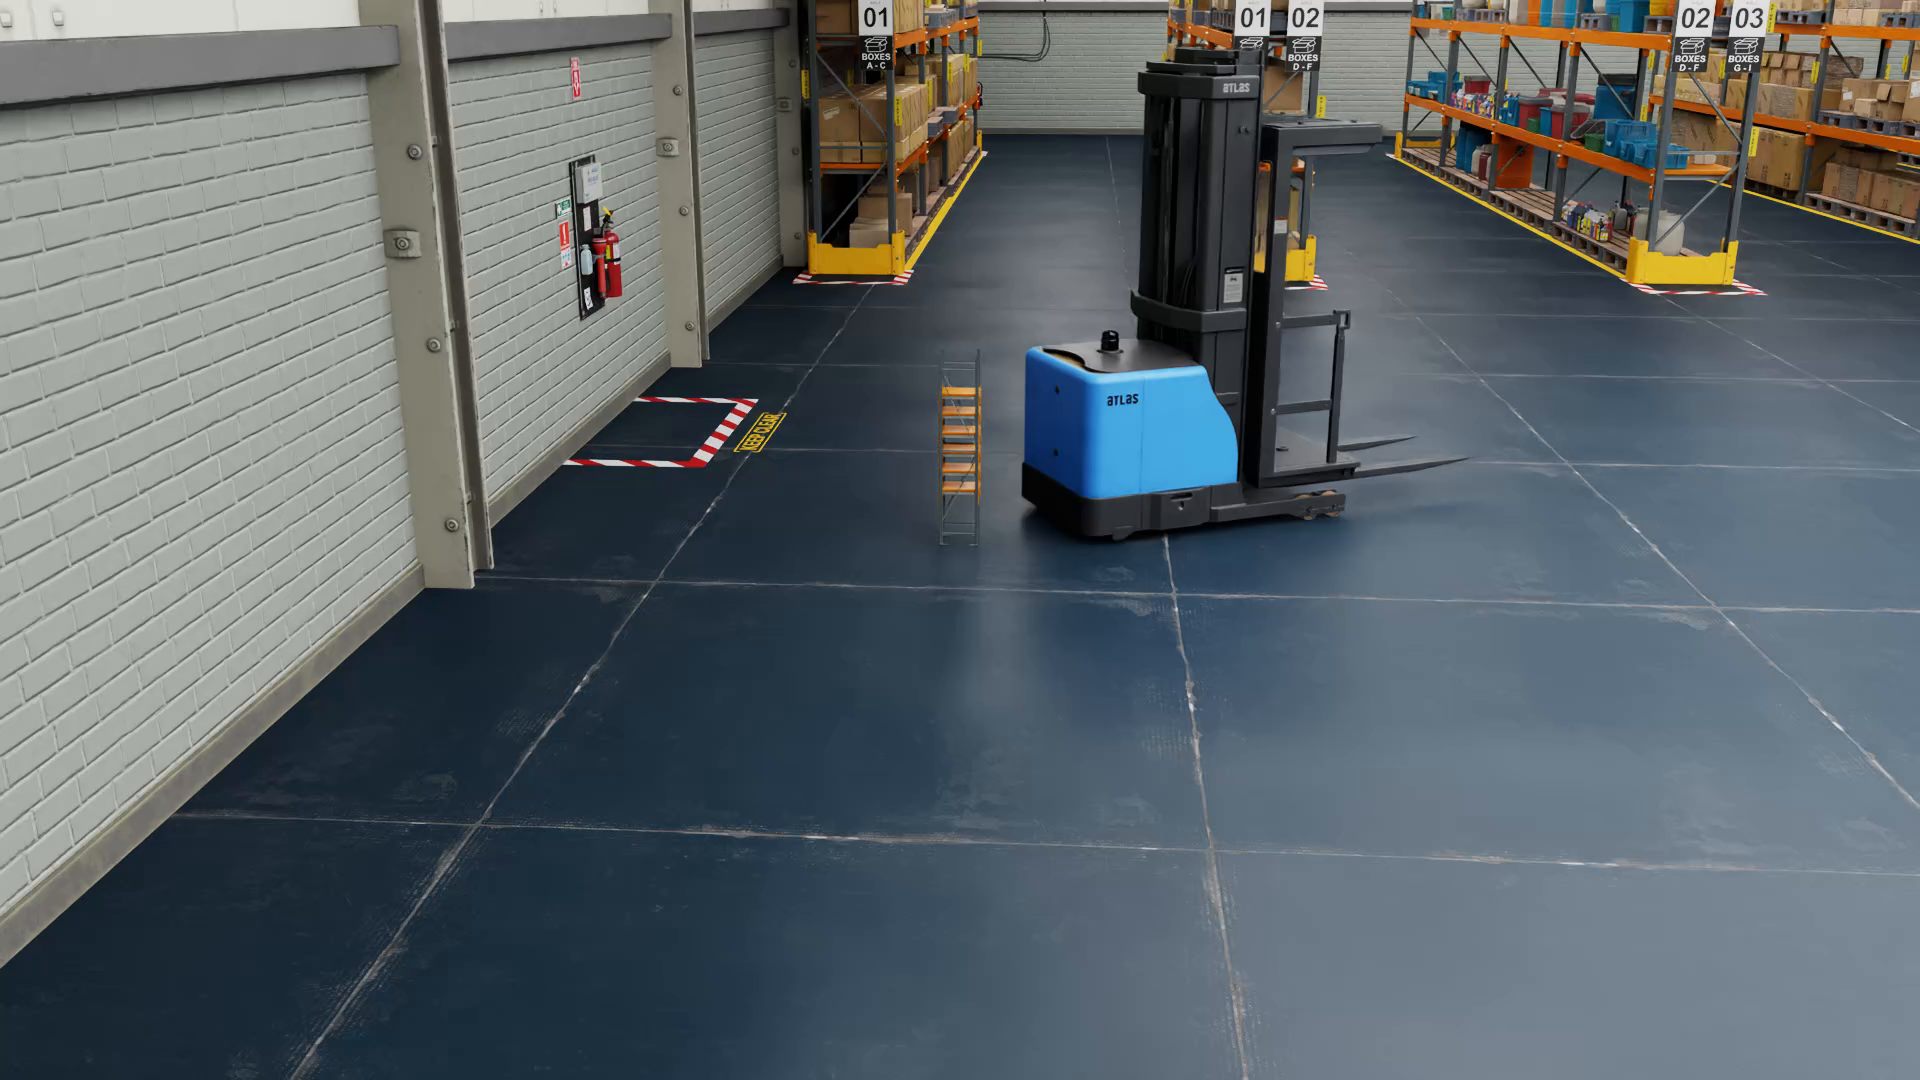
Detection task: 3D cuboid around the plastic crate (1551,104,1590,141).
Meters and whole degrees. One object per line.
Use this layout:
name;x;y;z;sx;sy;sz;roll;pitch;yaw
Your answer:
plastic crate;8.619;-5.910;23.539;0.402;0.464;0.583;1;18;4

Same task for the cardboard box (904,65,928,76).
cardboard box;-0.709;-7.542;26.715;0.380;0.149;0.250;-2;18;-5

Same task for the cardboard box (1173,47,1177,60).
cardboard box;4.334;-9.163;31.804;0.500;0.500;0.500;1;18;3

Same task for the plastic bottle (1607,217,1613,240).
plastic bottle;8.449;-4.054;21.633;0.061;0.283;0.133;1;18;4

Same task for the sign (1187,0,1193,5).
sign;3.695;-8.760;26.693;0.100;0.325;0.005;1;18;4

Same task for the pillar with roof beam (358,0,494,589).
pillar with roof beam;1.342;-3.966;8.073;9.100;9.000;0.400;1;18;4

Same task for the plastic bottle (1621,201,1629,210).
plastic bottle;9.131;-4.466;22.783;0.144;0.351;0.185;1;18;2

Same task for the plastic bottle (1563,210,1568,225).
plastic bottle;8.422;-4.481;23.068;0.097;0.201;0.097;0;18;0

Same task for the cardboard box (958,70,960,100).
cardboard box;-0.272;-8.163;29.847;0.500;0.500;0.500;1;18;4

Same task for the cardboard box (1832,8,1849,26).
cardboard box;13.829;-8.068;25.651;0.500;0.250;0.500;2;18;5

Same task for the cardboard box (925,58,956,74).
cardboard box;-0.346;-8.198;28.750;0.500;0.250;0.500;1;18;4

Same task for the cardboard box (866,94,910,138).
cardboard box;-0.900;-5.290;20.756;0.500;0.500;0.500;1;18;4

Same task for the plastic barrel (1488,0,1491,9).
plastic barrel;9.600;-9.633;29.211;0.600;0.588;0.600;0;18;0

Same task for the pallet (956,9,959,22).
pallet;-0.435;-9.477;30.017;0.805;0.209;1.217;1;18;2

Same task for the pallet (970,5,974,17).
pallet;-0.260;-10.443;32.801;1.003;0.211;1.213;1;18;4

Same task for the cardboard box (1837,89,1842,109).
cardboard box;14.422;-7.046;26.950;0.500;0.500;0.500;2;18;6

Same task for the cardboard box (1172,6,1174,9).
cardboard box;4.406;-10.295;32.449;0.500;0.250;0.500;1;18;4

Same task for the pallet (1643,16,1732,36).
pallet;8.759;-6.070;19.617;1.003;0.211;1.213;1;18;4

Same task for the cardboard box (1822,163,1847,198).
cardboard box;14.088;-5.667;26.207;0.700;0.500;0.500;0;18;1

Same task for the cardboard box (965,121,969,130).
cardboard box;-0.019;-8.242;33.058;0.380;0.149;0.250;1;18;2

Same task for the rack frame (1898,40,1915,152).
rack frame;19.630;-9.196;33.672;1.000;3.000;0.127;1;18;4

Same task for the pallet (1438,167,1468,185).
pallet;9.366;-6.643;30.357;1.003;0.211;1.213;1;18;4

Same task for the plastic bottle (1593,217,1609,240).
plastic bottle;8.342;-4.052;21.641;0.152;0.276;0.135;1;18;4

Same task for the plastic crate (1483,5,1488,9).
plastic crate;9.825;-9.950;31.364;0.497;0.269;0.590;1;18;4

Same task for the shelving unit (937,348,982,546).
shelving unit;-0.001;-0.566;10.222;0.258;1.200;0.189;1;18;4

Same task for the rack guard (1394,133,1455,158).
rack guard;9.738;-8.269;34.856;1.175;0.500;0.348;1;18;4

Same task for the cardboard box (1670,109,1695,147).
cardboard box;14.658;-8.045;32.897;0.875;0.875;0.875;1;18;4

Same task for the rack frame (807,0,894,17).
rack frame;-1.279;-7.552;19.018;1.000;3.000;0.127;1;18;4

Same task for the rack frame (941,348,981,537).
rack frame;0.006;-0.594;10.309;0.240;1.200;0.006;1;18;4

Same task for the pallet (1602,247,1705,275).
pallet;8.625;-3.432;20.557;1.003;0.211;1.213;1;18;4

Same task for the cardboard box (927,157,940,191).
cardboard box;-0.705;-5.982;27.170;0.700;0.500;0.500;2;18;5

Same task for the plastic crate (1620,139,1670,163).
plastic crate;8.392;-4.773;20.411;0.499;0.251;0.408;1;18;4

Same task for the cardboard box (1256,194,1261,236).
cardboard box;3.404;-4.014;20.393;0.500;0.500;0.500;1;18;4

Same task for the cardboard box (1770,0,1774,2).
cardboard box;14.235;-9.340;28.762;0.500;0.311;0.500;1;18;2

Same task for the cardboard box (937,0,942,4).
cardboard box;-0.690;-9.357;28.477;0.700;0.500;0.500;2;18;7

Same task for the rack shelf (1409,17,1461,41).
rack shelf;9.606;-9.912;32.192;1.077;0.370;4.000;1;18;4

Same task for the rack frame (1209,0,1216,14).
rack frame;3.949;-8.685;22.476;1.000;3.000;0.127;1;18;4

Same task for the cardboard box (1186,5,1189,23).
cardboard box;4.307;-9.005;28.111;0.910;0.500;0.500;1;18;4

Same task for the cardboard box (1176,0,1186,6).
cardboard box;4.286;-10.067;30.951;0.500;0.250;0.500;1;18;4

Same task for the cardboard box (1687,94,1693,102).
cardboard box;14.190;-8.478;31.883;0.380;0.149;0.250;1;18;3

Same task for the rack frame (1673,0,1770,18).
rack frame;8.603;-7.331;18.344;1.000;3.000;0.127;1;18;4

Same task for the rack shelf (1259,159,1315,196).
rack shelf;3.806;-4.871;21.626;1.077;0.370;4.000;1;18;4

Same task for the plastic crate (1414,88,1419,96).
plastic crate;9.249;-8.975;33.322;0.250;0.136;0.298;1;18;4

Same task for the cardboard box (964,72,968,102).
cardboard box;-0.364;-8.739;31.793;0.980;0.700;0.700;2;18;5

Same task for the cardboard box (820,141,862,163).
cardboard box;-1.439;-4.789;20.429;0.500;0.250;0.500;2;18;5

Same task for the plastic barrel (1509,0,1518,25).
plastic barrel;8.848;-8.353;26.102;0.421;0.512;0.421;0;18;0

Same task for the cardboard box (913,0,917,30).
cardboard box;-0.833;-6.934;21.756;0.500;0.500;0.500;1;18;2

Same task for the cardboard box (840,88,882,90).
cardboard box;-1.316;-5.781;22.254;0.500;0.500;0.500;2;18;5

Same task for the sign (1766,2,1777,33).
sign;9.151;-5.896;18.768;0.100;0.325;0.005;1;18;4

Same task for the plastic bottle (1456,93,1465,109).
plastic bottle;9.023;-7.899;29.911;0.152;0.276;0.135;1;18;4

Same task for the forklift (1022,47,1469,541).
forklift;1.979;-1.666;10.799;3.031;2.935;1.130;-7;20;-21

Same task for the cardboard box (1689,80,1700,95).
cardboard box;14.244;-8.629;31.702;0.500;0.250;0.500;2;18;5

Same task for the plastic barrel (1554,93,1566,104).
plastic barrel;9.285;-6.563;25.454;0.421;0.512;0.421;0;18;0

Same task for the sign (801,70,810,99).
sign;-1.831;-5.420;19.780;0.100;0.325;0.005;1;18;4

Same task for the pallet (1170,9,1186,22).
pallet;4.406;-9.454;29.942;1.213;0.211;1.003;1;18;4

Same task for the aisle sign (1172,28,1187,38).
aisle sign;4.521;-10.824;34.464;0.394;0.787;0.004;1;18;4
